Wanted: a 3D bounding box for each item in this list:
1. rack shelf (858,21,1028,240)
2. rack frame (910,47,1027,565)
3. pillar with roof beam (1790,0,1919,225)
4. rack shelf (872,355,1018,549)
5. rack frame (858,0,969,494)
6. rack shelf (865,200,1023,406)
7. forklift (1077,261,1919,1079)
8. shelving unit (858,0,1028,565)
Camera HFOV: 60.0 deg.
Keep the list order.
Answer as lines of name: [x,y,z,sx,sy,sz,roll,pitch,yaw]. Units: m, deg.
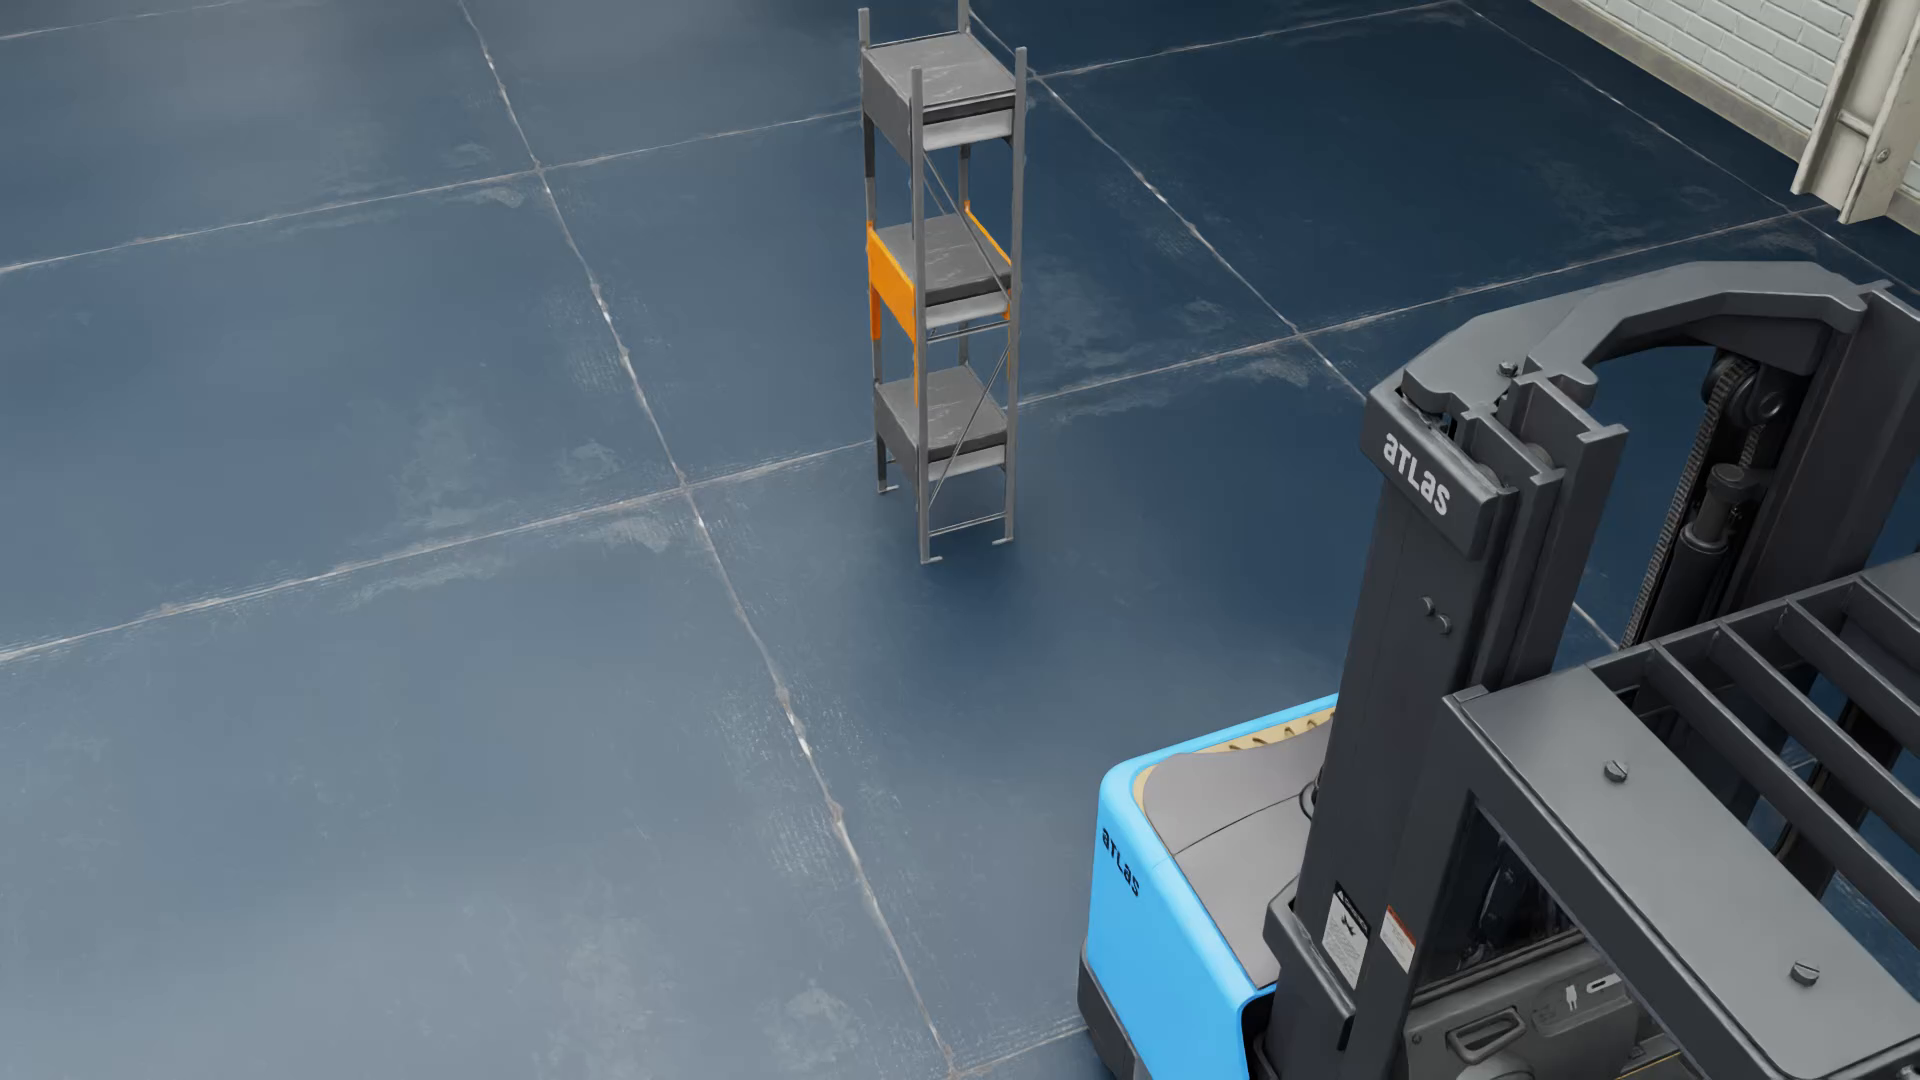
rack shelf: [-0.063,-1.416,5.734,0.431,0.518,0.480,-15,43,-17]
rack frame: [0.030,-0.749,6.010,0.400,2.100,0.015,-15,43,-17]
pillar with roof beam: [0.696,-4.137,4.659,9.100,9.000,0.400,-15,43,-17]
rack shelf: [-0.063,-0.355,6.647,0.431,0.518,0.480,-15,43,-17]
rack frame: [-0.157,-1.043,6.352,0.400,2.100,0.015,-15,43,-17]
rack shelf: [-0.063,-0.885,6.190,0.431,0.518,0.480,-15,43,-17]
forklift: [1.383,1.077,3.249,1.130,2.935,3.031,-15,43,-17]
shelving unit: [-0.063,-0.896,6.181,0.431,2.100,0.503,-15,43,-17]
